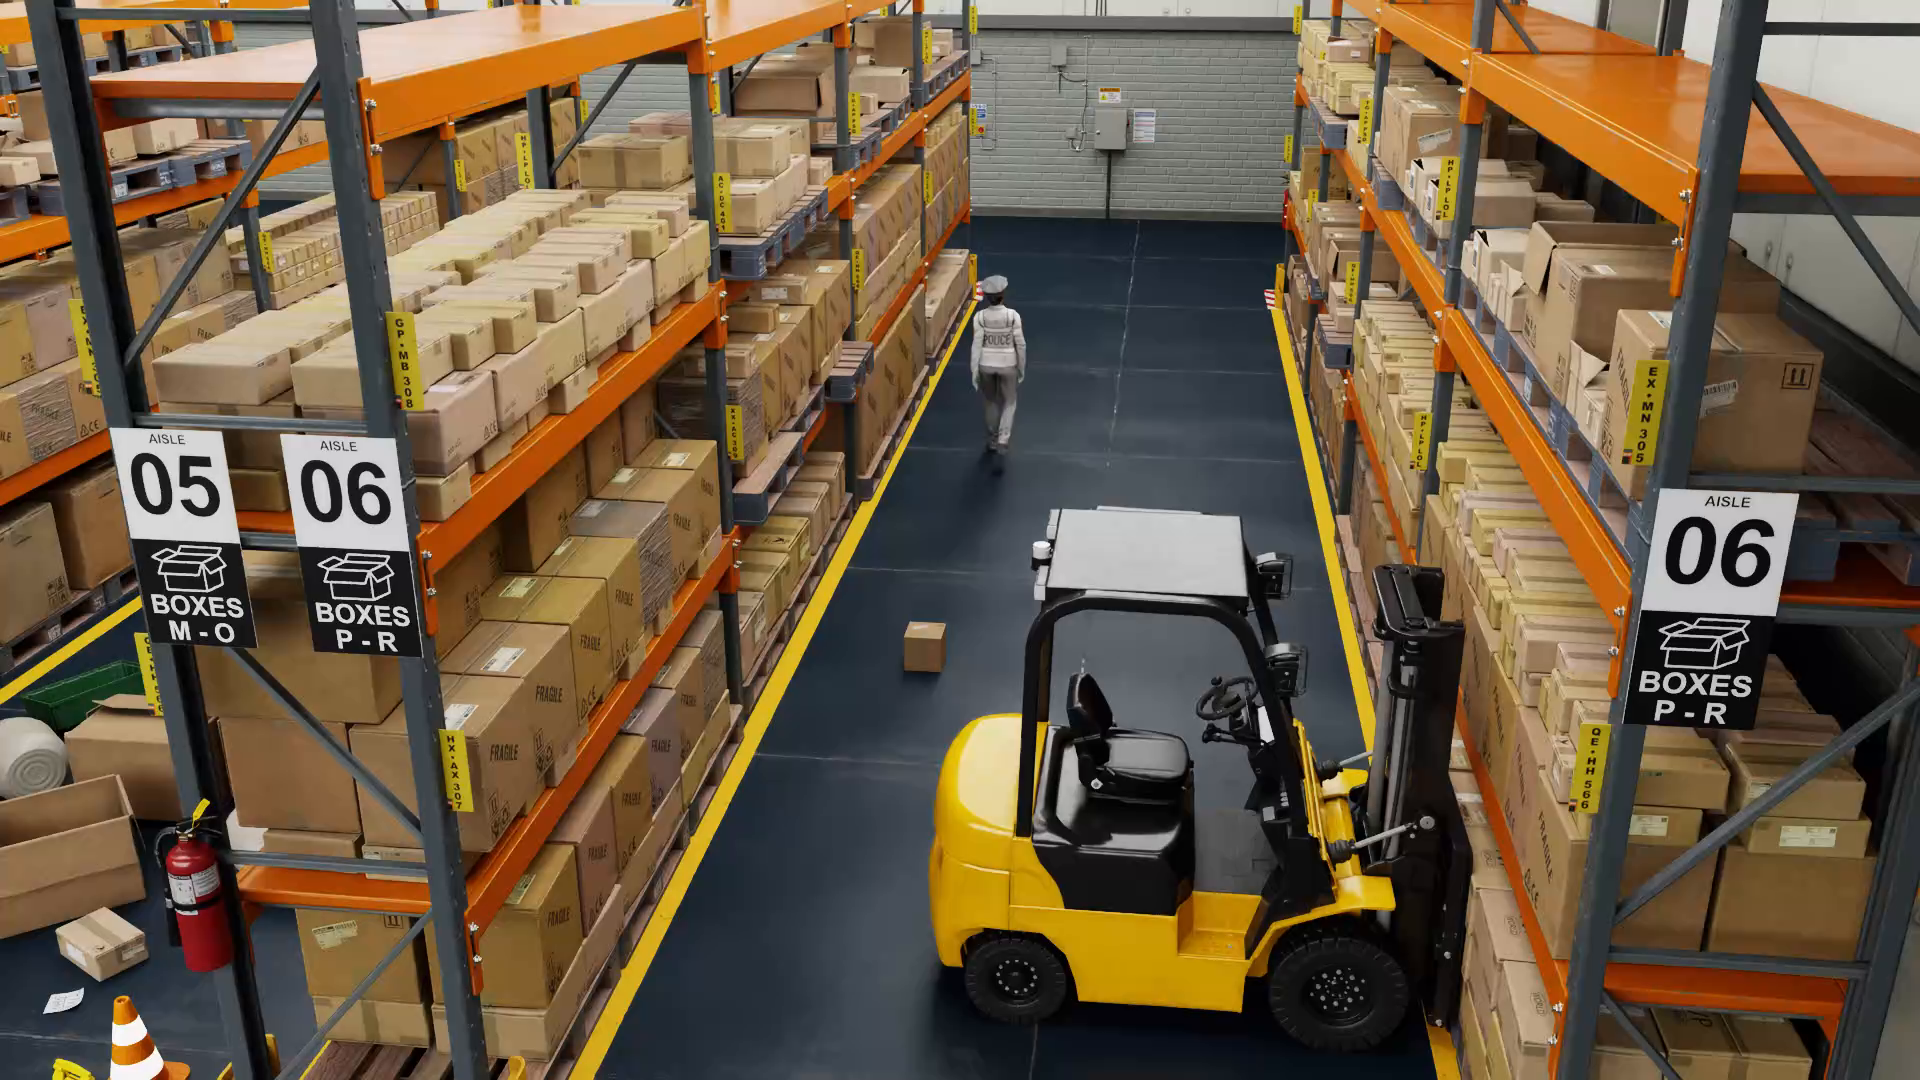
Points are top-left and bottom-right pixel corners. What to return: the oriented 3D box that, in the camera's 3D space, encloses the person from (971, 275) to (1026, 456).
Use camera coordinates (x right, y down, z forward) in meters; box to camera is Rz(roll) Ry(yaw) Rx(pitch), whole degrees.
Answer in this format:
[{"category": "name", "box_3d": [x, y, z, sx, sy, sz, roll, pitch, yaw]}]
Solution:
[{"category": "person", "box_3d": [0.345, -1.559, 15.013, 0.494, 1.658, 0.817, 2, 21, 5]}]
